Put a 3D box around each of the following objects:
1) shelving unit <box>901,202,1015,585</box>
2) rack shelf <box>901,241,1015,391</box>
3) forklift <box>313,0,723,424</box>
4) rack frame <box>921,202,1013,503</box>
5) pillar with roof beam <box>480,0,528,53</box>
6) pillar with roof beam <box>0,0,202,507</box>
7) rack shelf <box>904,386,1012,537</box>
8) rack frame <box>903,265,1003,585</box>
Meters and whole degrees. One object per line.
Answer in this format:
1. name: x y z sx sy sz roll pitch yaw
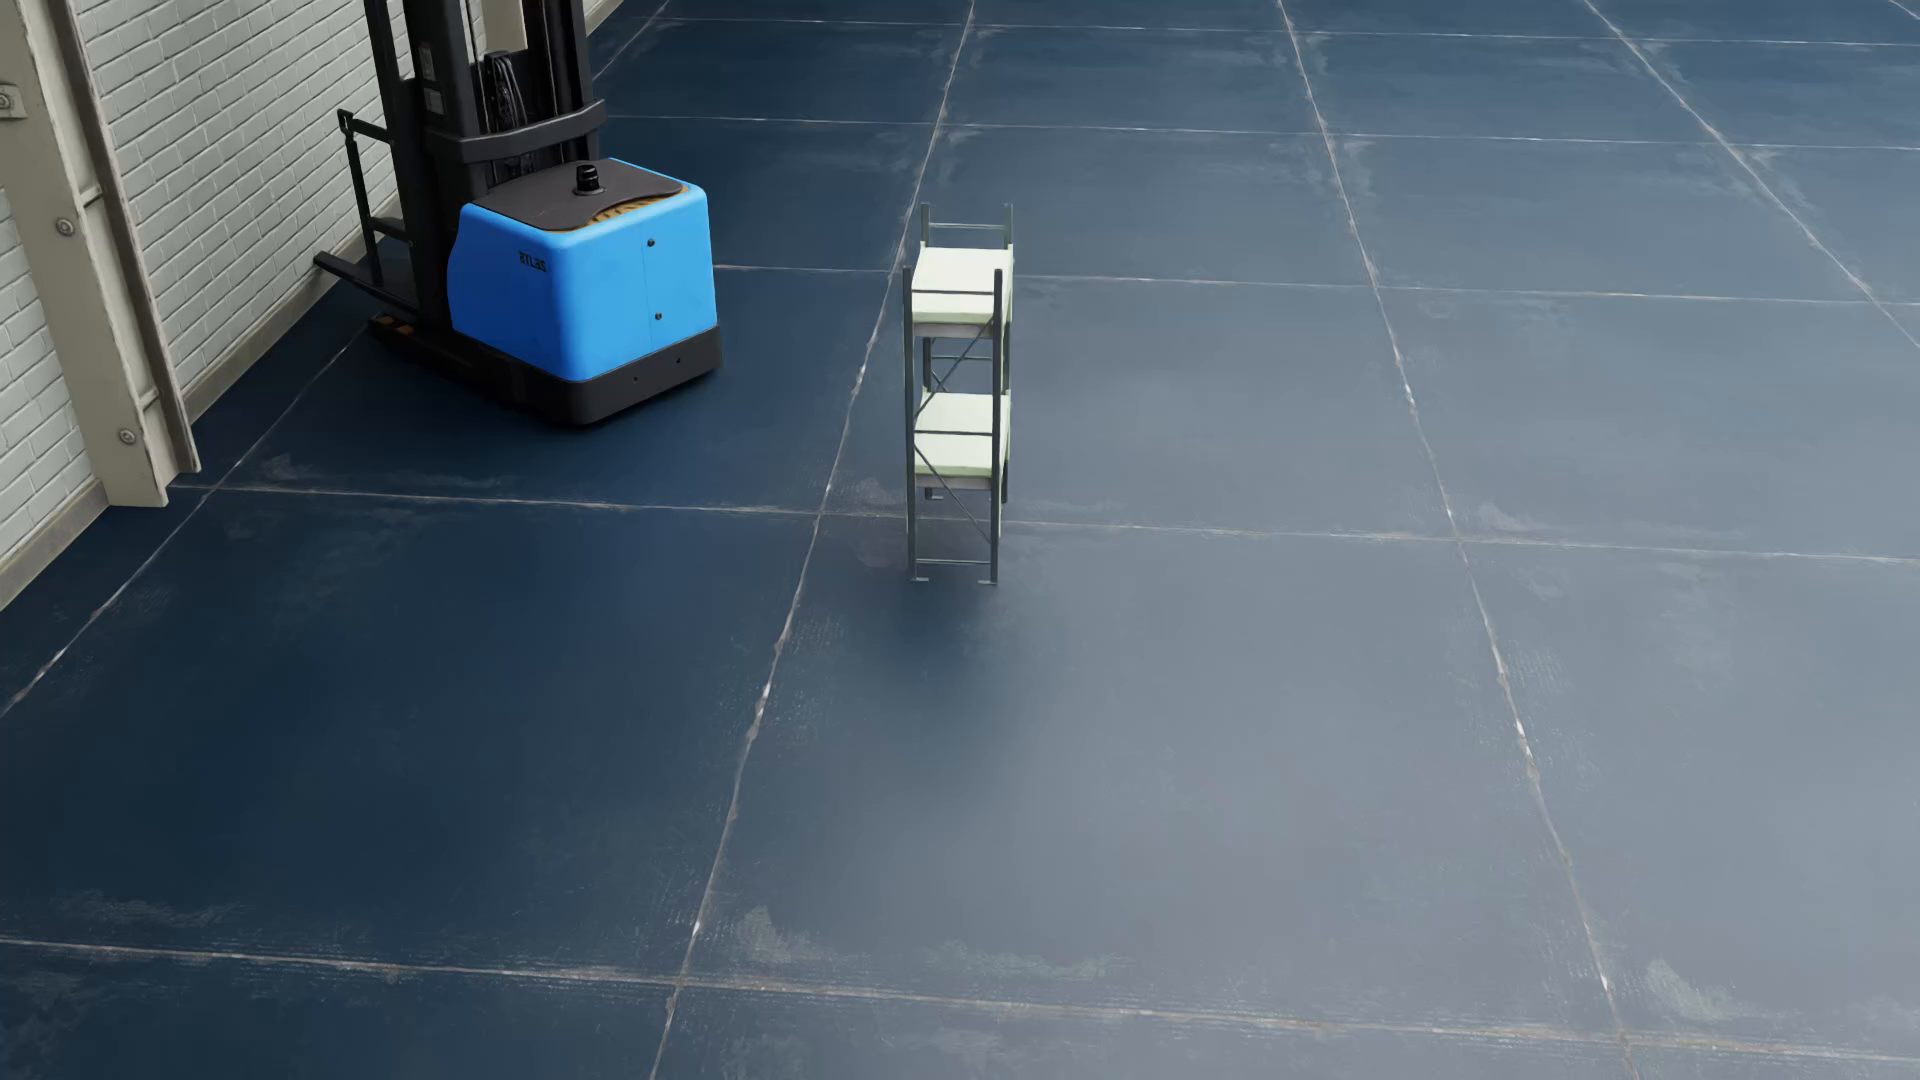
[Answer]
1. shelving unit: 0.001 -0.642 7.362 0.431 1.500 0.755 2 32 4
2. rack shelf: 0.001 -0.974 7.157 0.431 0.370 0.720 2 32 4
3. forklift: -2.760 -2.485 8.989 3.031 2.935 1.130 24 39 34
4. rack frame: 0.030 -0.833 7.673 0.400 1.500 0.023 2 32 4
5. pillar with roof beam: 0.808 -7.052 10.616 9.100 9.000 0.400 2 32 4
6. pillar with roof beam: 0.320 -3.915 5.525 9.100 9.000 0.400 2 32 4
7. rack shelf: 0.001 -0.364 7.533 0.431 0.370 0.720 2 32 4
8. rack frame: -0.029 -0.451 7.052 0.400 1.500 0.023 2 32 4
